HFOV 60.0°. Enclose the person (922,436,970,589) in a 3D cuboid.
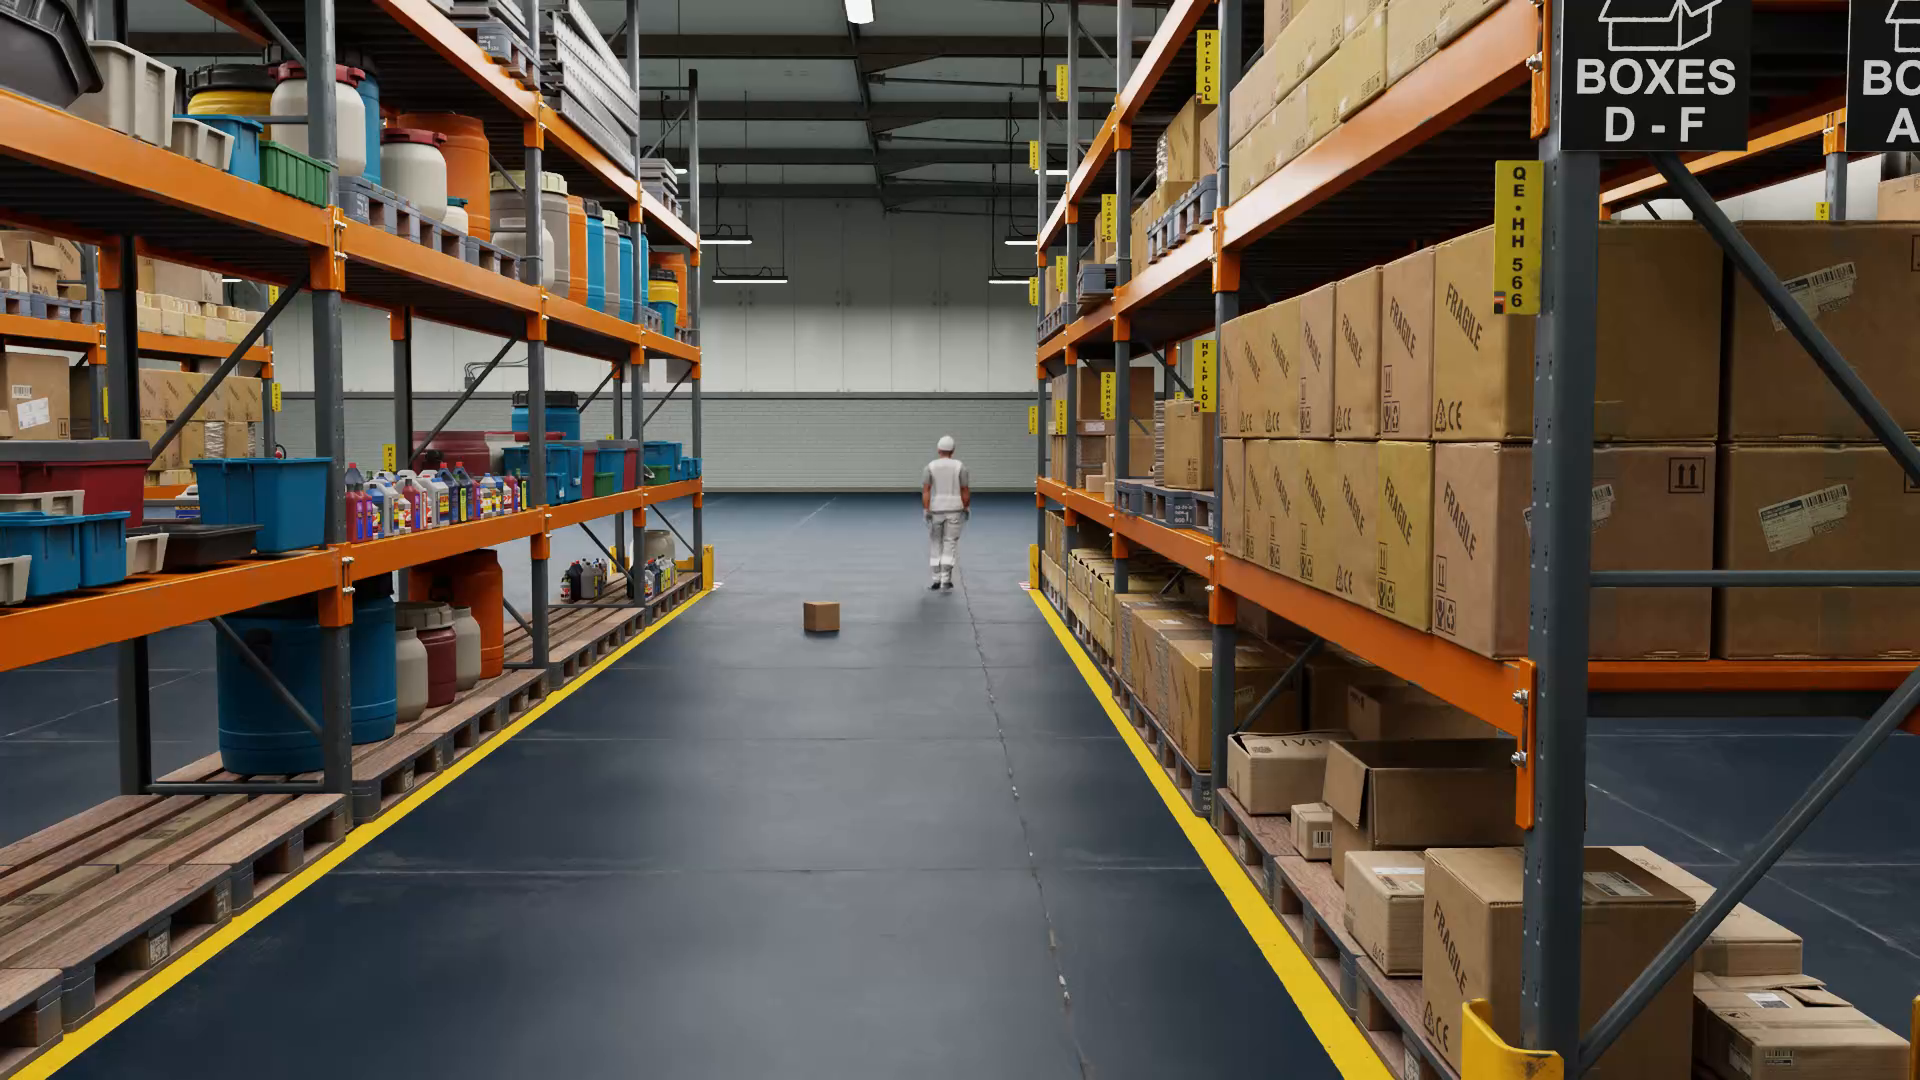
[{"bbox_3d":[-0.144,-0.330,19.408,0.528,1.770,0.856,0,4,7],"label":"person"}]
